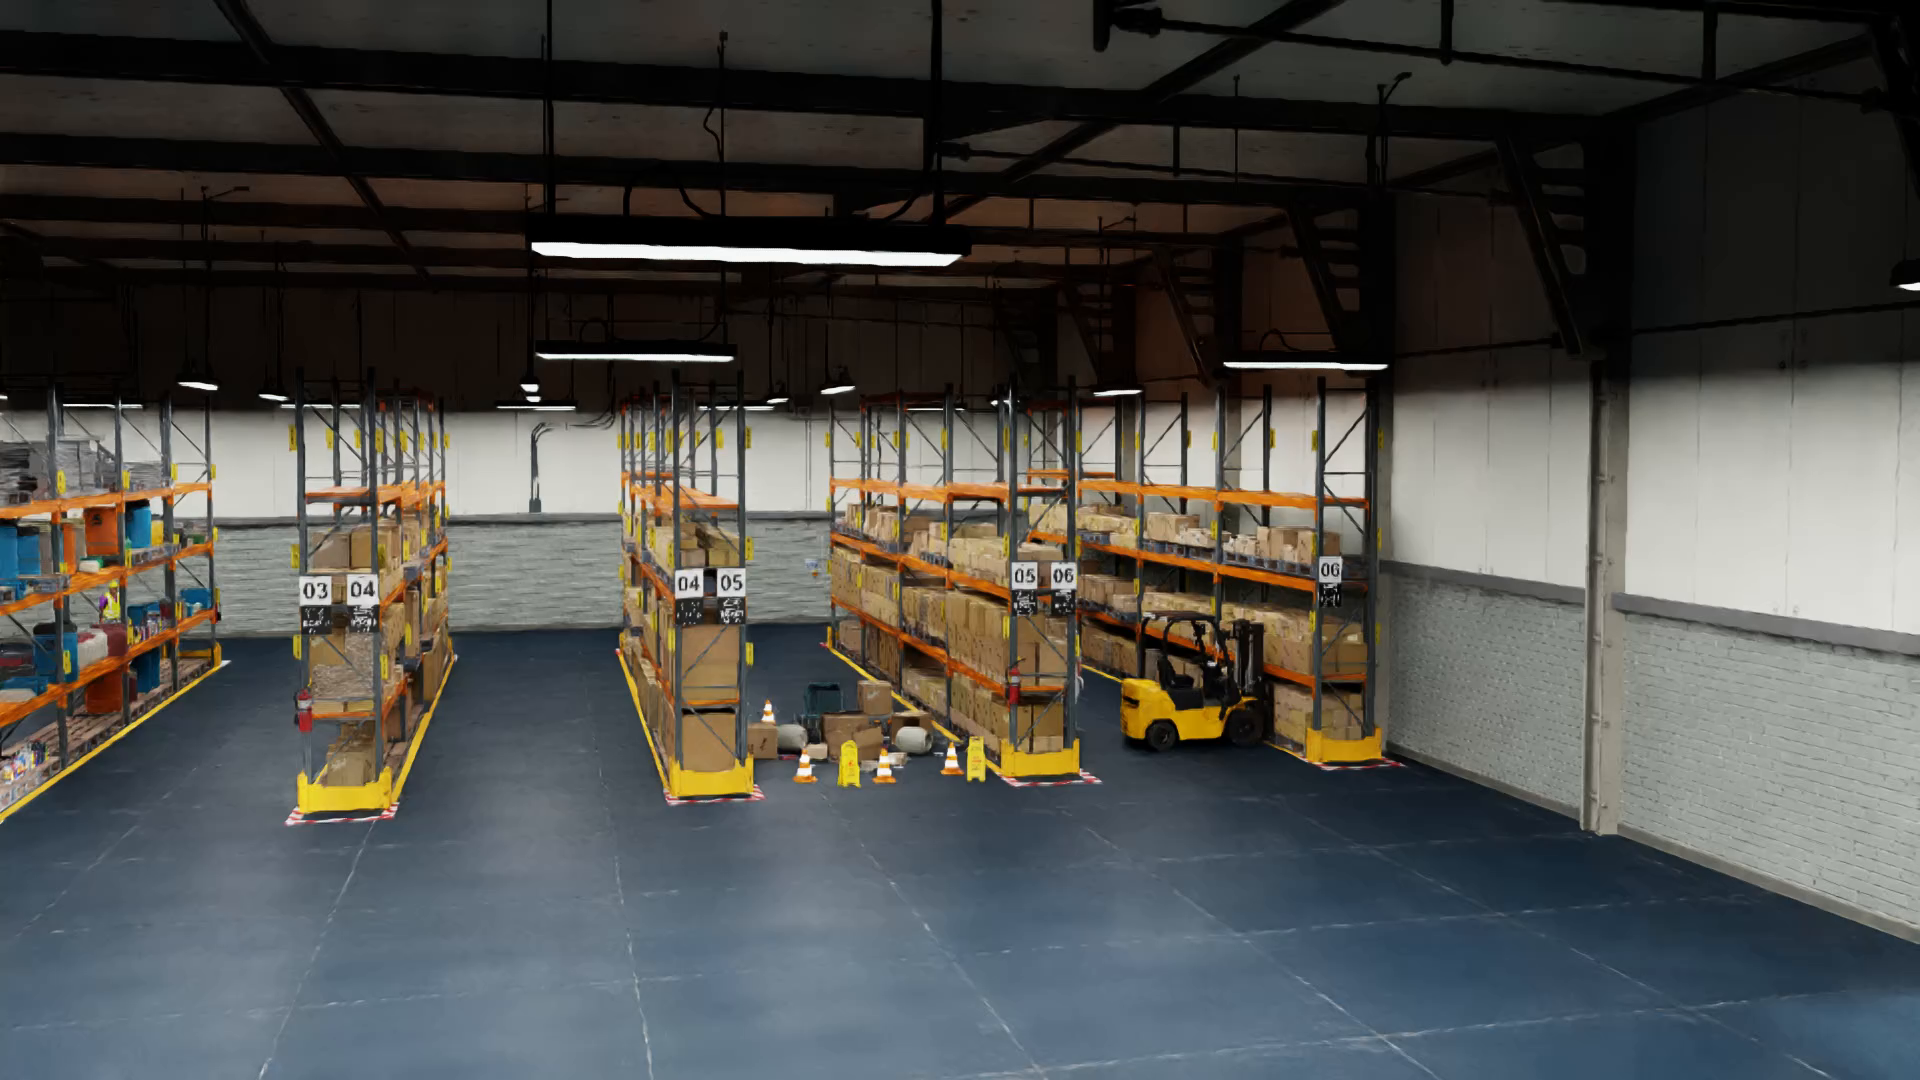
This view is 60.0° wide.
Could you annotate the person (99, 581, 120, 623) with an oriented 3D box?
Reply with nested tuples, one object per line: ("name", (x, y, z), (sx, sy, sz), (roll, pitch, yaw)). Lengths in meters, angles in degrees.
("person", (-19.767, 1.826, 38.561), (0.526, 1.752, 0.740), (2, 4, 34))

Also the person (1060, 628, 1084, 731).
("person", (1.925, 2.373, 28.729), (0.466, 1.794, 0.629), (-3, 5, -41))
